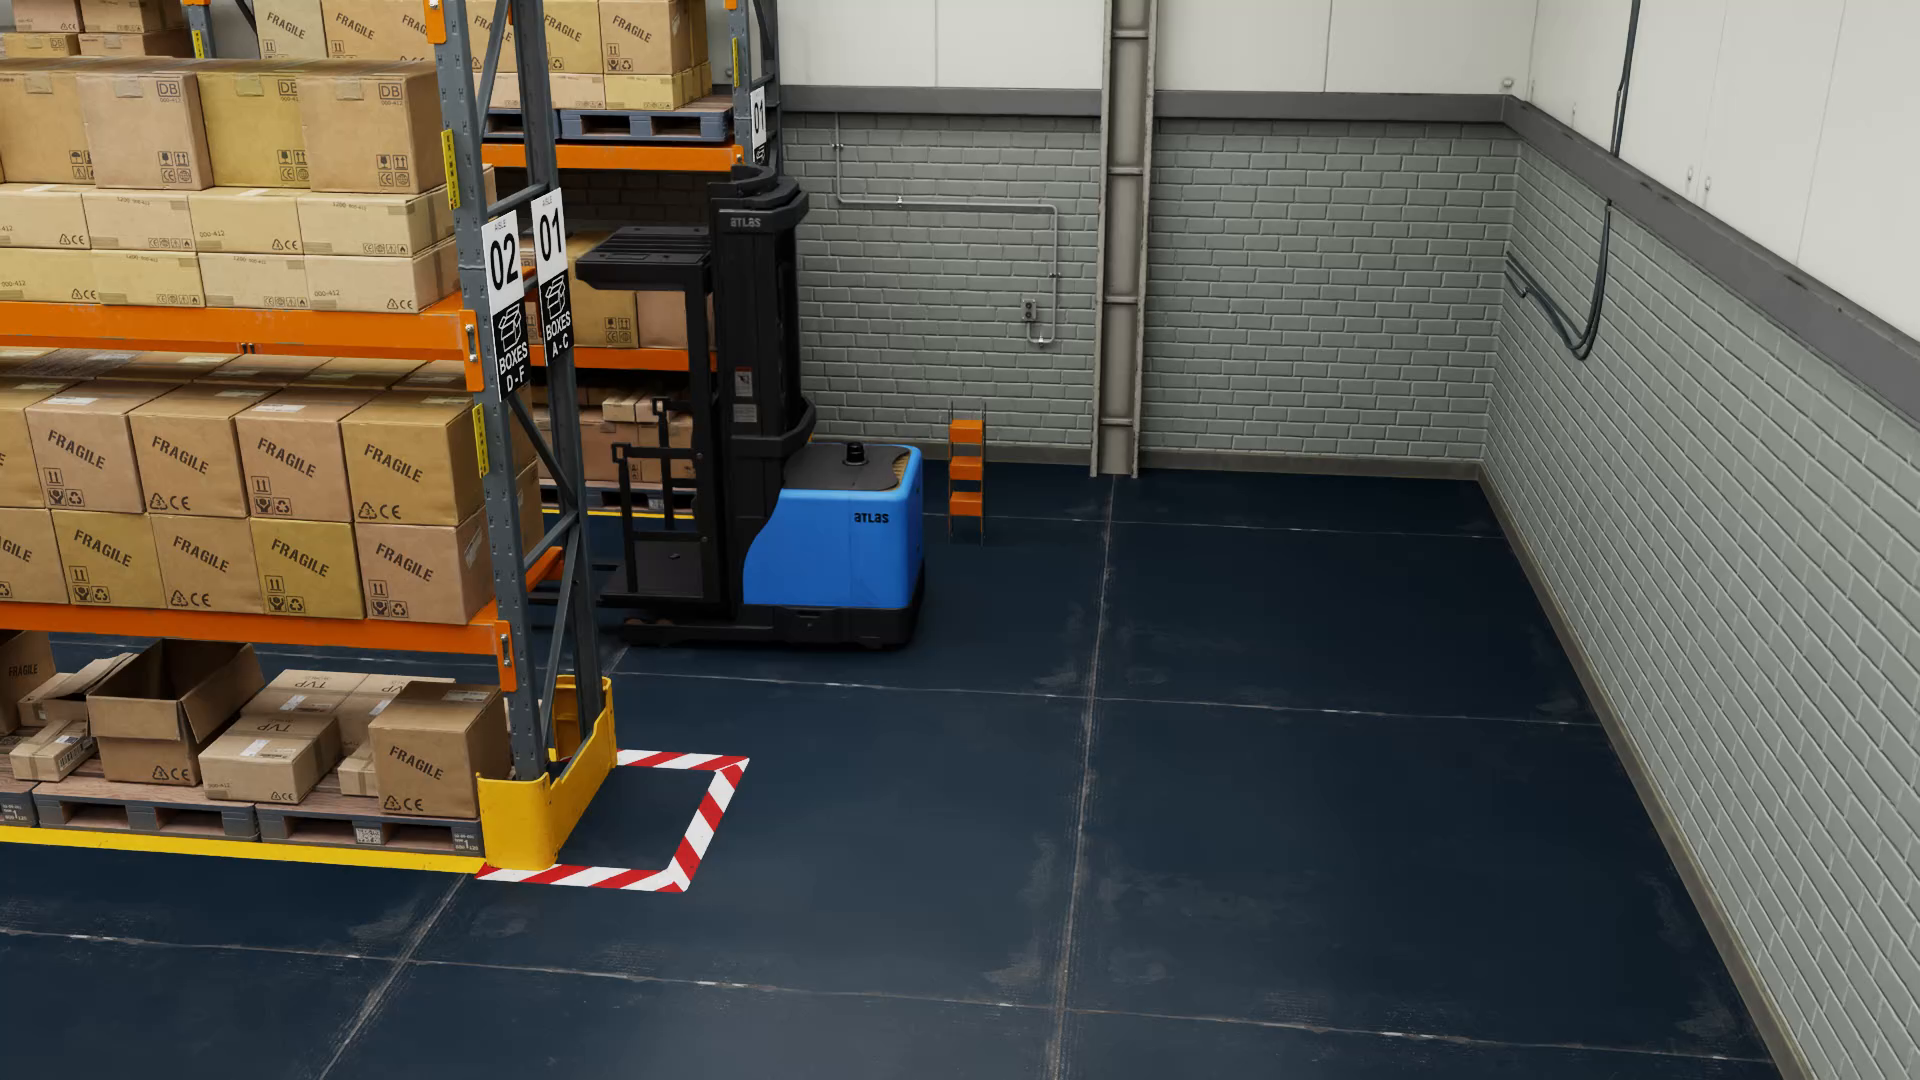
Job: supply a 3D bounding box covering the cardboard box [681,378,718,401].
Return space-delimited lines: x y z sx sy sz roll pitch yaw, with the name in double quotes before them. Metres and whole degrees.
"cardboard box" -2.050 -1.167 13.259 0.250 0.149 0.380 3 22 7

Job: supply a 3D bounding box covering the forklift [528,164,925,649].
"forklift" -1.784 -0.870 10.654 3.031 2.935 1.130 2 22 4

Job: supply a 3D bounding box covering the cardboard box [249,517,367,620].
"cardboard box" -3.062 0.050 8.098 0.500 0.500 0.500 3 22 7

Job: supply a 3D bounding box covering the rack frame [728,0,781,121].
"rack frame" -1.490 -4.561 11.737 0.127 3.000 1.000 2 22 6

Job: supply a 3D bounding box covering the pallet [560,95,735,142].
"pallet" -2.228 -3.153 12.377 1.213 0.211 1.003 2 22 6

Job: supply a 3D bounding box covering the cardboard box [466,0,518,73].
"cardboard box" -3.264 -3.664 12.025 0.500 0.500 0.500 2 22 4

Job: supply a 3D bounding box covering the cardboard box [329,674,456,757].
"cardboard box" -3.073 0.963 9.066 0.500 0.250 0.500 2 22 6

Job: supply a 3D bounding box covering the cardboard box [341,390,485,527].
"cardboard box" -2.544 -0.393 7.858 0.500 0.500 0.500 2 22 6

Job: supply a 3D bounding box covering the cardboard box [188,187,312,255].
"cardboard box" -3.106 -1.471 7.524 0.500 0.250 0.500 2 22 6

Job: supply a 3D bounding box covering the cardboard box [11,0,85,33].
"cardboard box" -6.871 -4.043 12.753 0.500 0.250 0.500 2 22 5

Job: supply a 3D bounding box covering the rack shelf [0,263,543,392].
"rack shelf" -4.056 -1.109 8.065 4.000 0.370 1.077 2 22 6

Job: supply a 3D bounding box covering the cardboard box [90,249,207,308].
"cardboard box" -3.604 -1.256 7.661 0.500 0.250 0.500 2 22 6

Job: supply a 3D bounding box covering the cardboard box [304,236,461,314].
"cardboard box" -2.611 -1.214 7.554 0.500 0.250 0.500 2 22 6

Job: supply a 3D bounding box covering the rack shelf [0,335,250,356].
"rack shelf" -7.449 -1.696 13.629 4.000 0.370 1.077 2 22 6

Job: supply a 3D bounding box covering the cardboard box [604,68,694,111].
"cardboard box" -2.249 -3.273 12.056 0.500 0.250 0.500 3 22 8

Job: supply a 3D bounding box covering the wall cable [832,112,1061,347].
"wall cable" -0.108 -2.534 13.387 1.851 1.984 0.084 2 22 6

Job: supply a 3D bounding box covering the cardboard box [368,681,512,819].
"cardboard box" -2.639 1.062 8.476 0.500 0.500 0.500 2 22 6

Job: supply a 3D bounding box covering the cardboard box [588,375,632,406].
"cardboard box" -2.801 -1.200 13.341 0.250 0.149 0.380 3 22 7

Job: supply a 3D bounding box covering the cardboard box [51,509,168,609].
"cardboard box" -4.057 0.004 8.213 0.500 0.500 0.500 2 22 6

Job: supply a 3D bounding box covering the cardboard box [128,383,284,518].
"cardboard box" -3.561 -0.435 7.965 0.500 0.500 0.500 3 22 8

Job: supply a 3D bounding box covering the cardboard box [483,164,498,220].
"cardboard box" -2.549 -1.637 7.946 0.500 0.250 0.500 2 22 6

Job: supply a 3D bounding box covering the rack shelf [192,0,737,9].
"rack shelf" -3.477 -4.127 12.162 4.000 0.370 1.077 2 22 6

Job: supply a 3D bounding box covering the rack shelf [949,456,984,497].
"rack shelf" 0.053 -0.476 12.245 0.240 0.259 0.215 2 22 6

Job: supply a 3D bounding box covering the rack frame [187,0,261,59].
"rack frame" -5.463 -4.734 12.175 0.127 3.000 1.000 2 22 6

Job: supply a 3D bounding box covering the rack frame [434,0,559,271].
"rack frame" -2.070 -2.752 7.162 0.127 3.000 1.000 2 22 6

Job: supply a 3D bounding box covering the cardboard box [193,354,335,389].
"cardboard box" -3.496 -0.633 8.464 0.500 0.500 0.500 3 22 7

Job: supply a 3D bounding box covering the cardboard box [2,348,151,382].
"cardboard box" -4.500 -0.677 8.575 0.500 0.500 0.500 3 22 7

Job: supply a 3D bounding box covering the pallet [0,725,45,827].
"pallet" -5.360 1.191 9.140 1.213 0.211 1.003 2 22 6

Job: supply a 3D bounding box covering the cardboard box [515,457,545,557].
"cardboard box" -2.479 -0.124 8.539 0.500 0.500 0.500 3 22 7

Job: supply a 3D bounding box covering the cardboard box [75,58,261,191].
"cardboard box" -3.577 -1.920 7.641 0.500 0.500 0.700 2 22 6

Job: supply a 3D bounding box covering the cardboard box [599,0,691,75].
"cardboard box" -2.249 -3.619 11.911 0.500 0.500 0.500 2 22 6

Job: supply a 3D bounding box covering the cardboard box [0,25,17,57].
"cardboard box" -7.374 -3.714 12.940 0.500 0.500 0.700 2 22 6

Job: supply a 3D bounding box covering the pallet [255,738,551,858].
"pallet" -2.937 1.297 8.873 1.213 0.211 1.003 2 22 6

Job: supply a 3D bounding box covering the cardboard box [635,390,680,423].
"cardboard box" -2.346 -1.039 12.933 0.250 0.149 0.380 2 22 6

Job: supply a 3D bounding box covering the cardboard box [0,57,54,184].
"cardboard box" -4.577 -1.942 7.697 0.500 0.500 0.700 2 22 6

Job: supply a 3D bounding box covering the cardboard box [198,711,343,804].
"cardboard box" -3.579 1.126 8.653 0.500 0.250 0.500 2 22 6

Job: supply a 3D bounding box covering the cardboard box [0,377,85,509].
"cardboard box" -4.584 -0.479 8.076 0.500 0.500 0.500 2 22 5

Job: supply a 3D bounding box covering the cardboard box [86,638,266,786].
"cardboard box" -4.176 0.900 8.880 0.637 0.503 0.797 2 22 6

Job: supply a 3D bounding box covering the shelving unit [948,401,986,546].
"shelving unit" 0.053 -0.486 12.241 0.252 1.050 0.215 2 22 6

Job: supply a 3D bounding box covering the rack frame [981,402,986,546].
"rack frame" 0.174 -0.481 12.228 0.008 1.050 0.200 2 22 6

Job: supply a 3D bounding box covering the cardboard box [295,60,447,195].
"cardboard box" -2.582 -1.885 7.553 0.500 0.500 0.700 2 22 6

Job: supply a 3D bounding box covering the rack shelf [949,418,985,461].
"rack shelf" 0.053 -0.740 12.141 0.240 0.259 0.215 2 22 6

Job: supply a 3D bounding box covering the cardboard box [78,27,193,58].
"cardboard box" -6.324 -3.669 12.825 0.500 0.500 0.700 1 22 3

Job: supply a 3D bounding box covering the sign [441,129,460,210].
"sign" -2.155 -1.567 7.040 0.005 0.325 0.100 2 22 6

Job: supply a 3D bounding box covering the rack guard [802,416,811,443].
"rack guard" -1.467 -0.608 13.297 0.348 0.500 1.175 2 22 6

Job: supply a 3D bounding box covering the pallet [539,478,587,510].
"pallet" -3.502 -0.534 13.504 1.213 0.211 1.003 2 22 6

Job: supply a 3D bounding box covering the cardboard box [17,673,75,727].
"cardboard box" -5.063 0.901 9.360 0.250 0.149 0.380 2 22 6

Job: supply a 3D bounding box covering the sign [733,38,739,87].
"sign" -1.568 -3.344 11.641 0.005 0.325 0.100 2 22 6

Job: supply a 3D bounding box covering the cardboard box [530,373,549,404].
"cardboard box" -3.309 -1.221 13.396 0.250 0.149 0.380 3 22 7

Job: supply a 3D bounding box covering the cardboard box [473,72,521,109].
"cardboard box" -3.283 -3.316 12.164 0.500 0.250 0.500 2 22 5

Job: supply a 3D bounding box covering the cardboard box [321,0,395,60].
"cardboard box" -4.277 -3.707 12.133 0.500 0.500 0.500 2 22 5

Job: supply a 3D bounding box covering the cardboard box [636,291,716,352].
"cardboard box" -1.998 -1.929 12.832 0.700 0.700 0.980 3 22 9

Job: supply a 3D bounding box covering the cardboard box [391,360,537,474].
"cardboard box" -2.479 -0.589 8.355 0.500 0.500 0.500 3 22 8

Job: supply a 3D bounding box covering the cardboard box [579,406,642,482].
"cardboard box" -2.694 -0.819 13.262 0.500 0.500 0.700 2 22 6

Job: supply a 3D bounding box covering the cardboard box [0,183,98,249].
"cardboard box" -4.100 -1.513 7.631 0.500 0.250 0.500 2 22 6

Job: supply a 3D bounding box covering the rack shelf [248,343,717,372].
"rack shelf" -3.477 -1.523 13.191 4.000 0.370 1.077 2 22 6

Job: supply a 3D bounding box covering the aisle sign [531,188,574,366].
"aisle sign" -1.967 -1.276 8.051 0.004 0.787 0.394 2 22 6

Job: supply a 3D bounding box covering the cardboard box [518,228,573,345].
"cardboard box" -3.478 -1.993 12.993 0.700 0.700 0.980 1 22 4
